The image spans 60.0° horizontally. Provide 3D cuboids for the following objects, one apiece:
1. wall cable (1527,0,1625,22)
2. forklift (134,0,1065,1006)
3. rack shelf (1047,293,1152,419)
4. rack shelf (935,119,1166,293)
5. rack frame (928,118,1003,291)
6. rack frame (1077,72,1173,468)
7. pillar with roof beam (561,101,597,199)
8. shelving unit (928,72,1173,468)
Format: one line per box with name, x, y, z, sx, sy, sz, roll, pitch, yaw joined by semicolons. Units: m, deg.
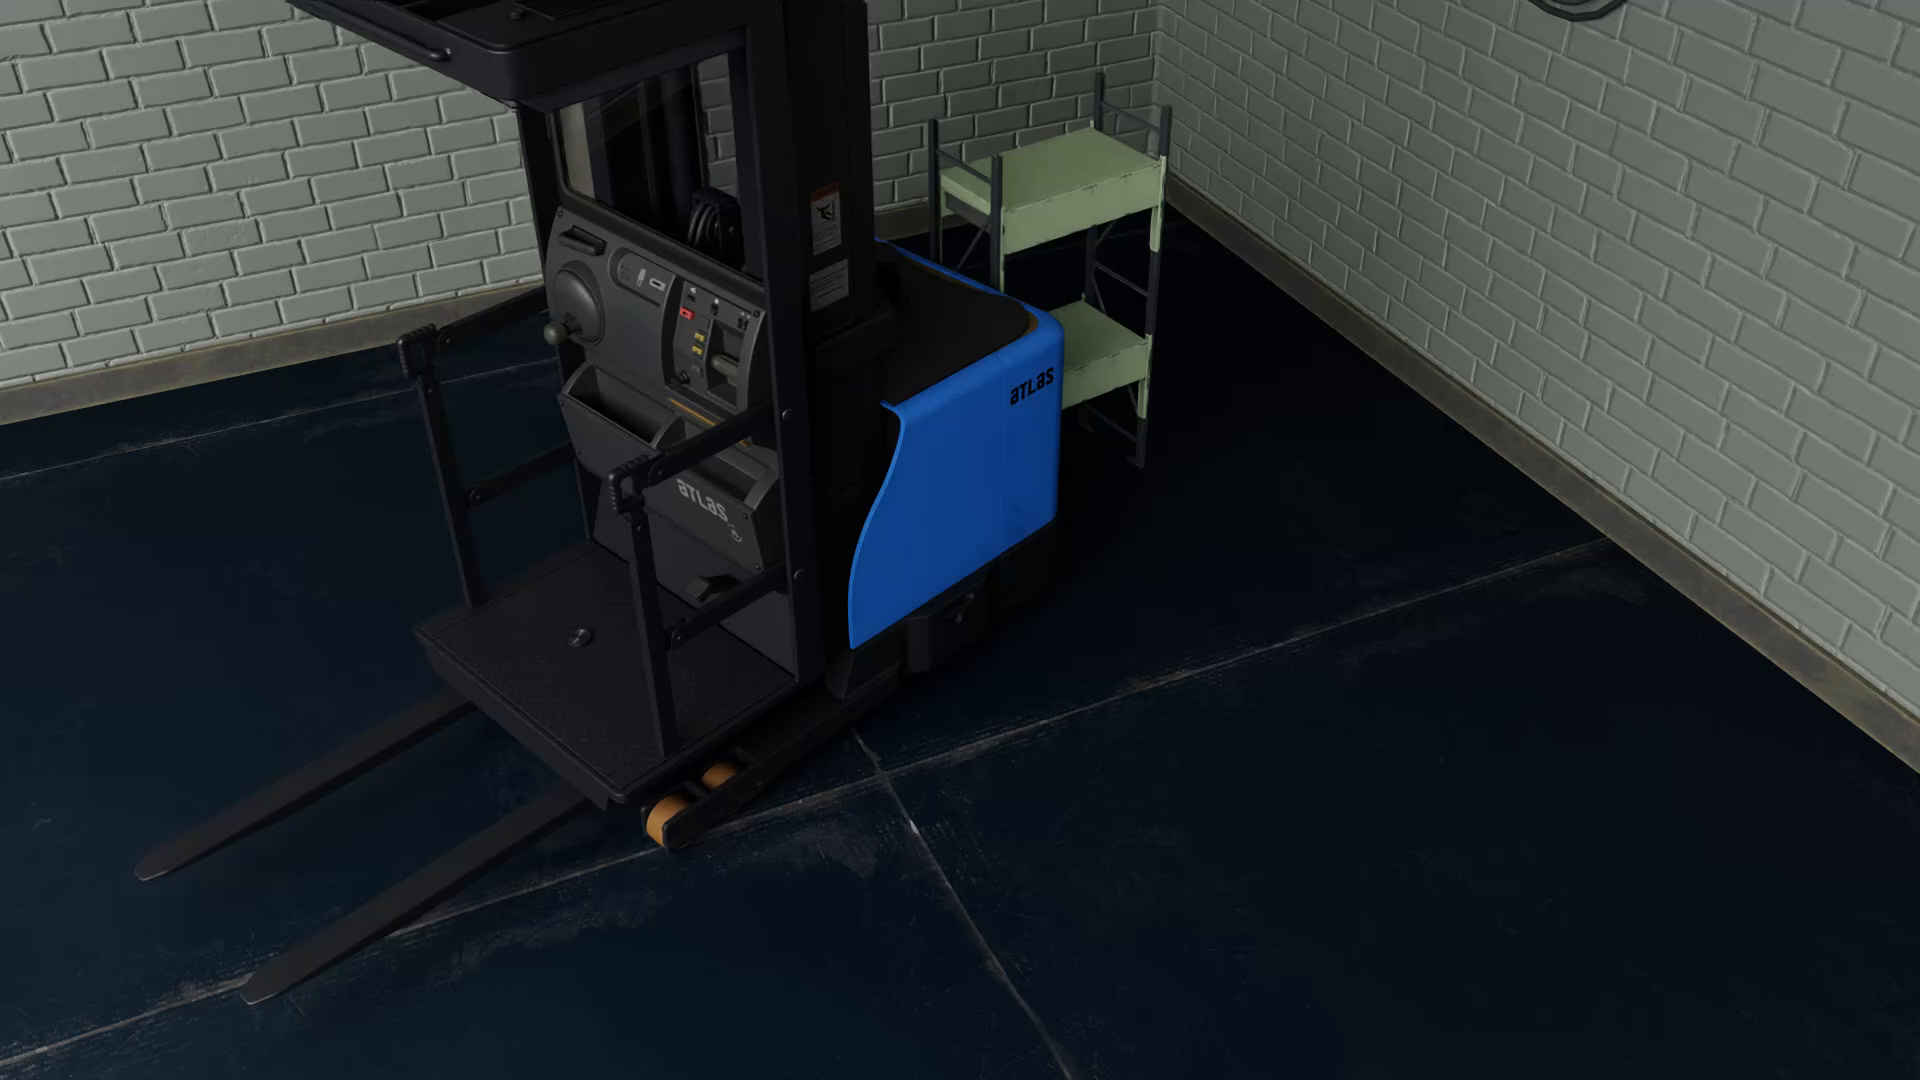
wall cable;1.572;-3.446;5.948;0.112;2.526;3.097;-16;39;-20
forklift;-1.021;-0.594;4.590;1.130;2.935;3.031;30;46;34
rack shelf;0.314;-0.602;6.350;0.720;0.370;0.431;-23;42;-28
rack shelf;0.314;-1.177;5.923;0.720;0.370;0.431;-23;42;-28
rack frame;0.015;-0.737;5.985;0.023;1.500;0.400;-23;42;-28
rack frame;0.612;-0.990;6.326;0.023;1.500;0.400;-23;42;-28
pillar with roof beam;0.173;-2.339;1.849;0.400;9.000;9.100;-16;39;-20
shelving unit;0.314;-0.864;6.155;0.755;1.500;0.431;-23;42;-28
